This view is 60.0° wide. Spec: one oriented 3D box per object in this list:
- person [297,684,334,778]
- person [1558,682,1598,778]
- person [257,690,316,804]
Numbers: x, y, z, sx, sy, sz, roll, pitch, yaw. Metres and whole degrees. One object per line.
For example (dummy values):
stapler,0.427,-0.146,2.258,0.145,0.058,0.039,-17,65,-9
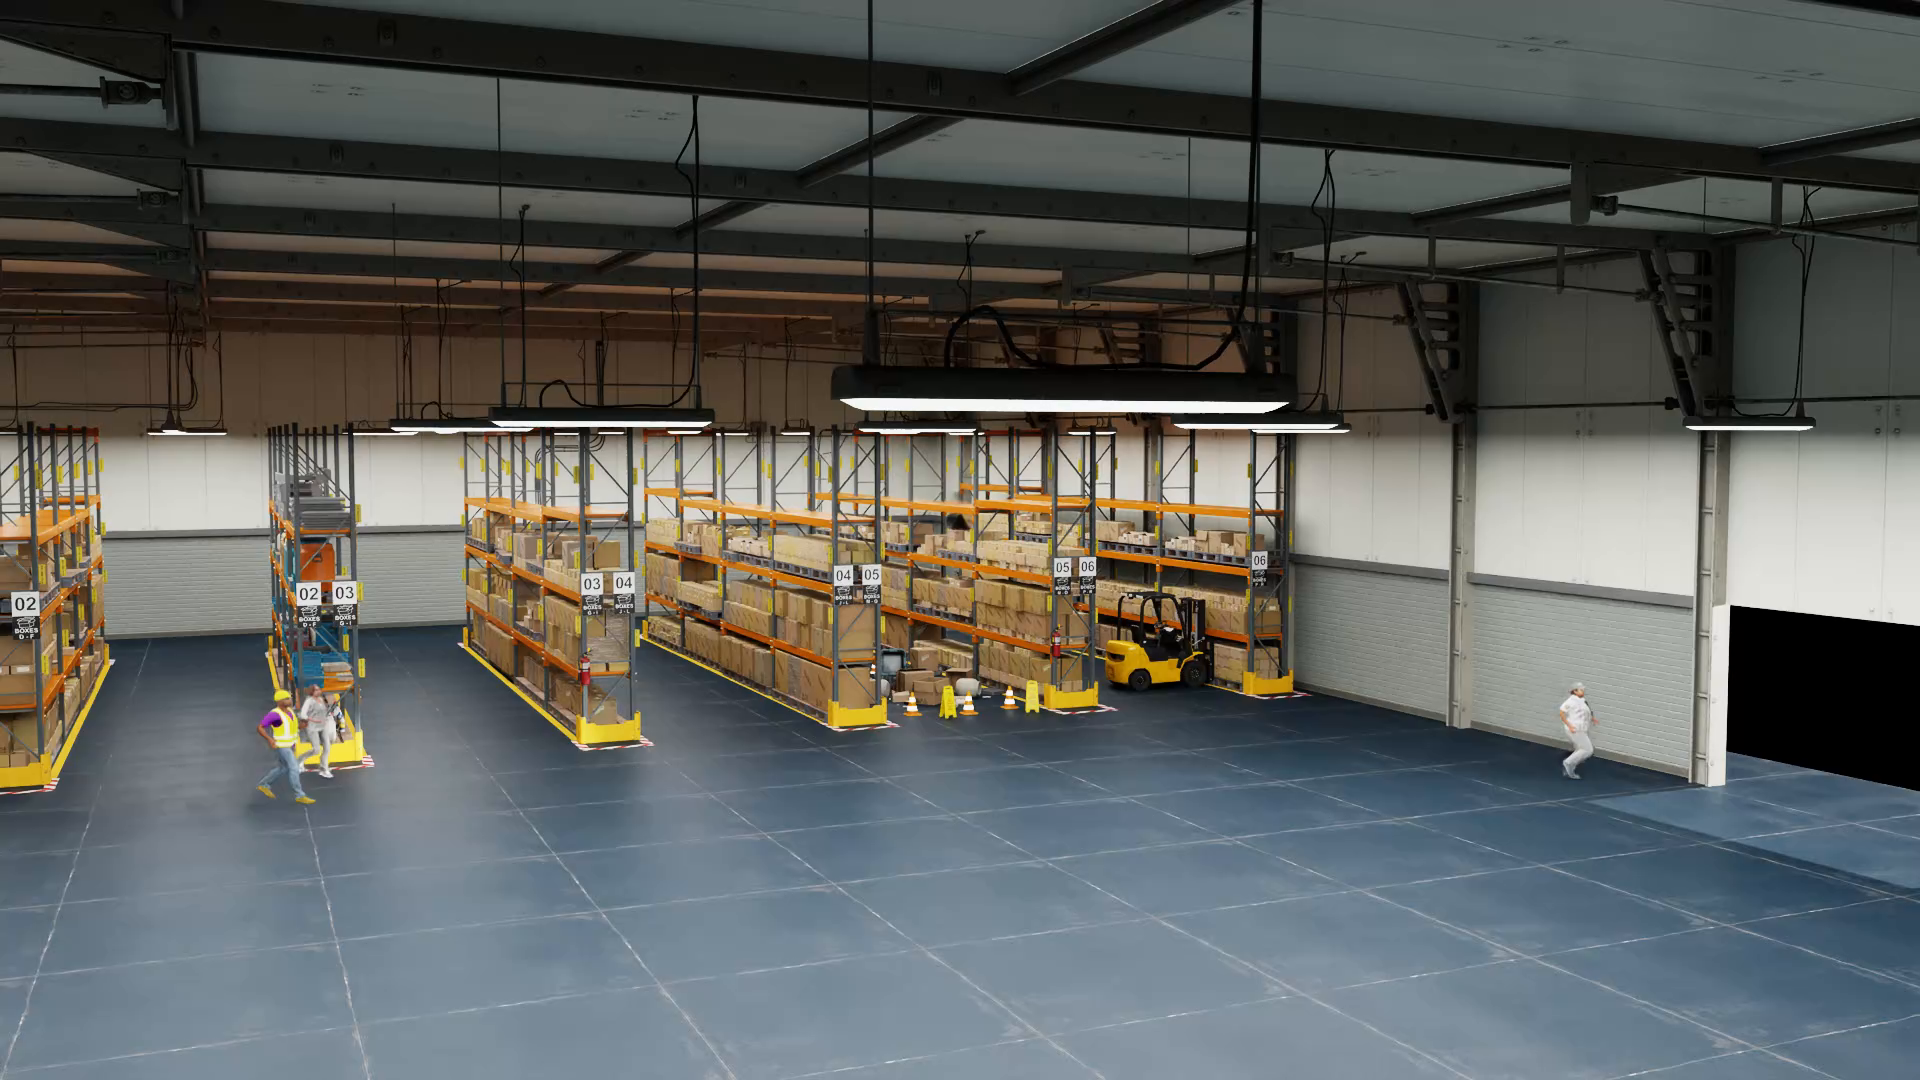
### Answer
person,-10.913,3.229,28.081,0.700,1.578,0.545,1,4,19
person,10.393,3.199,27.871,0.574,1.626,0.593,3,4,38
person,-10.544,3.221,25.981,0.982,1.757,0.700,0,3,3
